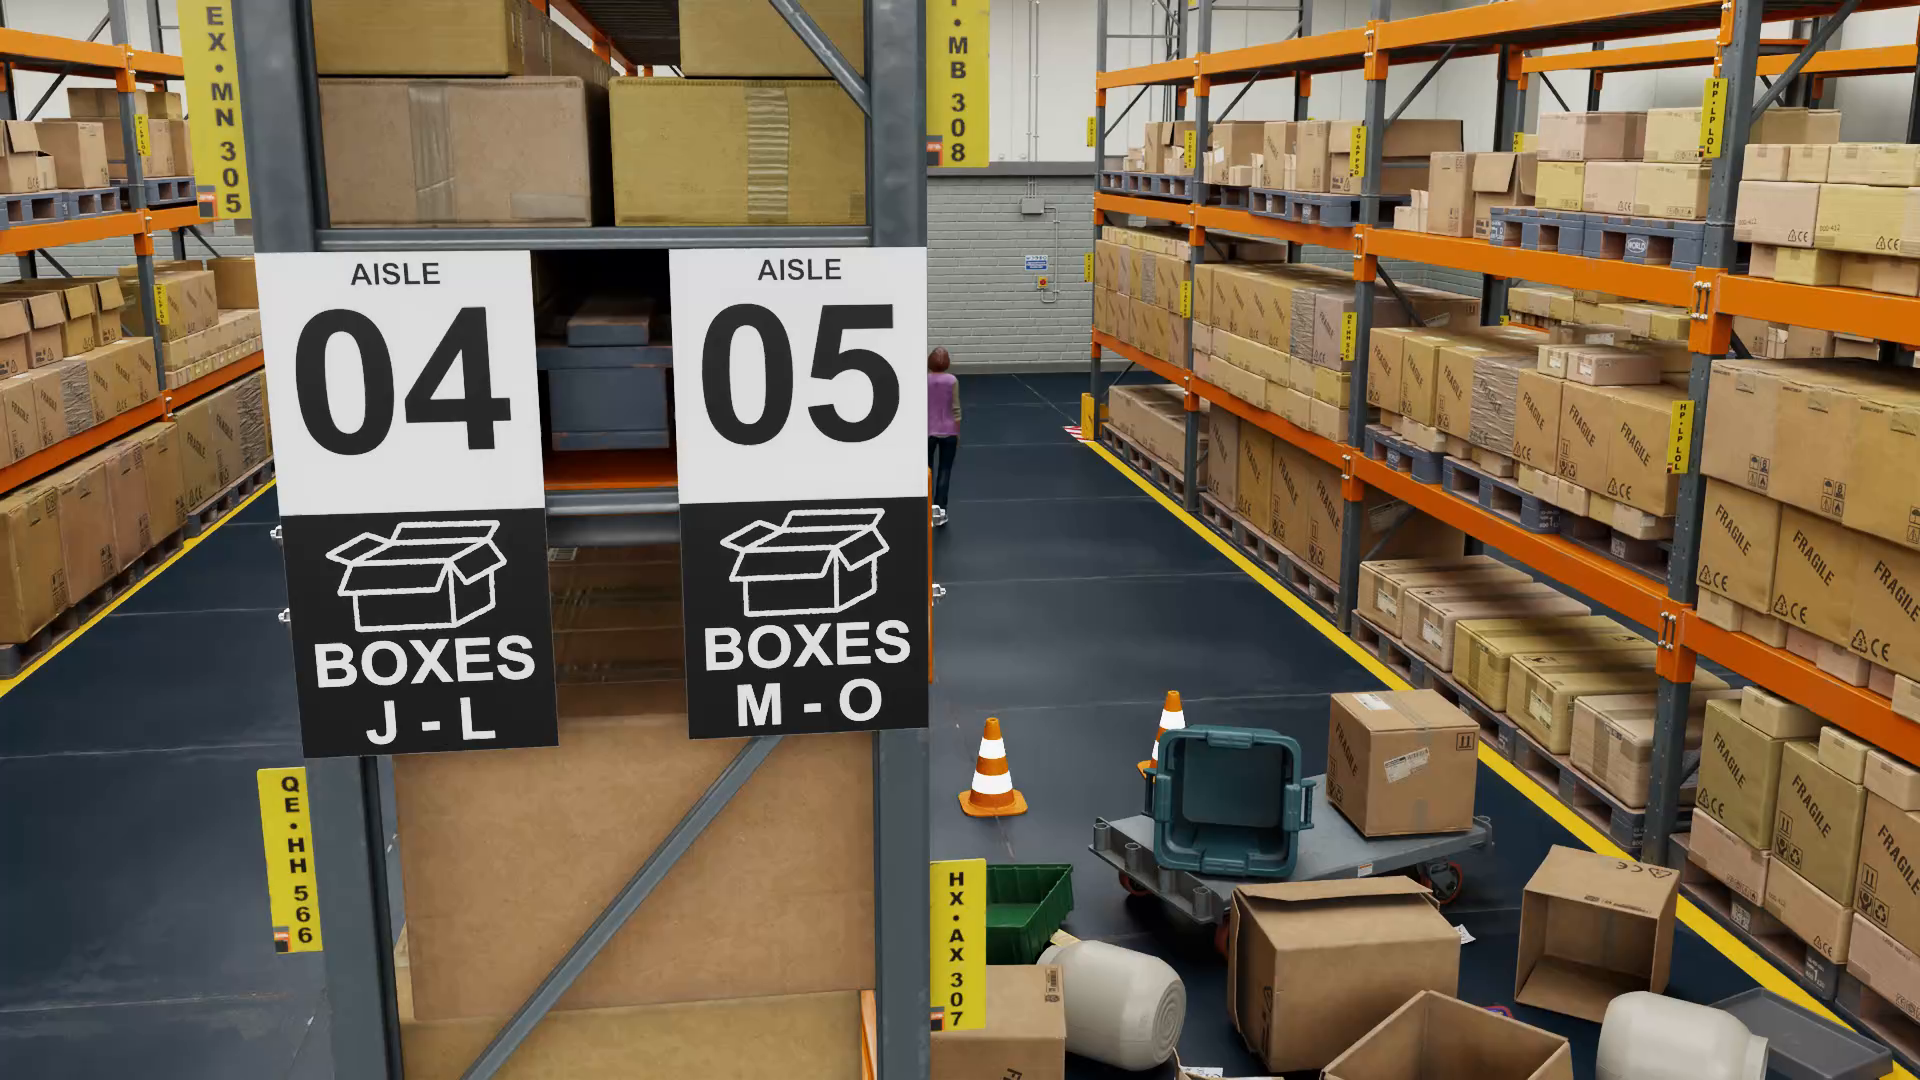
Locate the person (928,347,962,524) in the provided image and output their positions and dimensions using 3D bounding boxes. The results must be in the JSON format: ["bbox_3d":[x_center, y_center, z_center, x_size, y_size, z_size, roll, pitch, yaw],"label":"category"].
[{"bbox_3d":[-0.188,-0.935,14.829,0.410,1.591,0.402,2,14,7],"label":"person"}]
